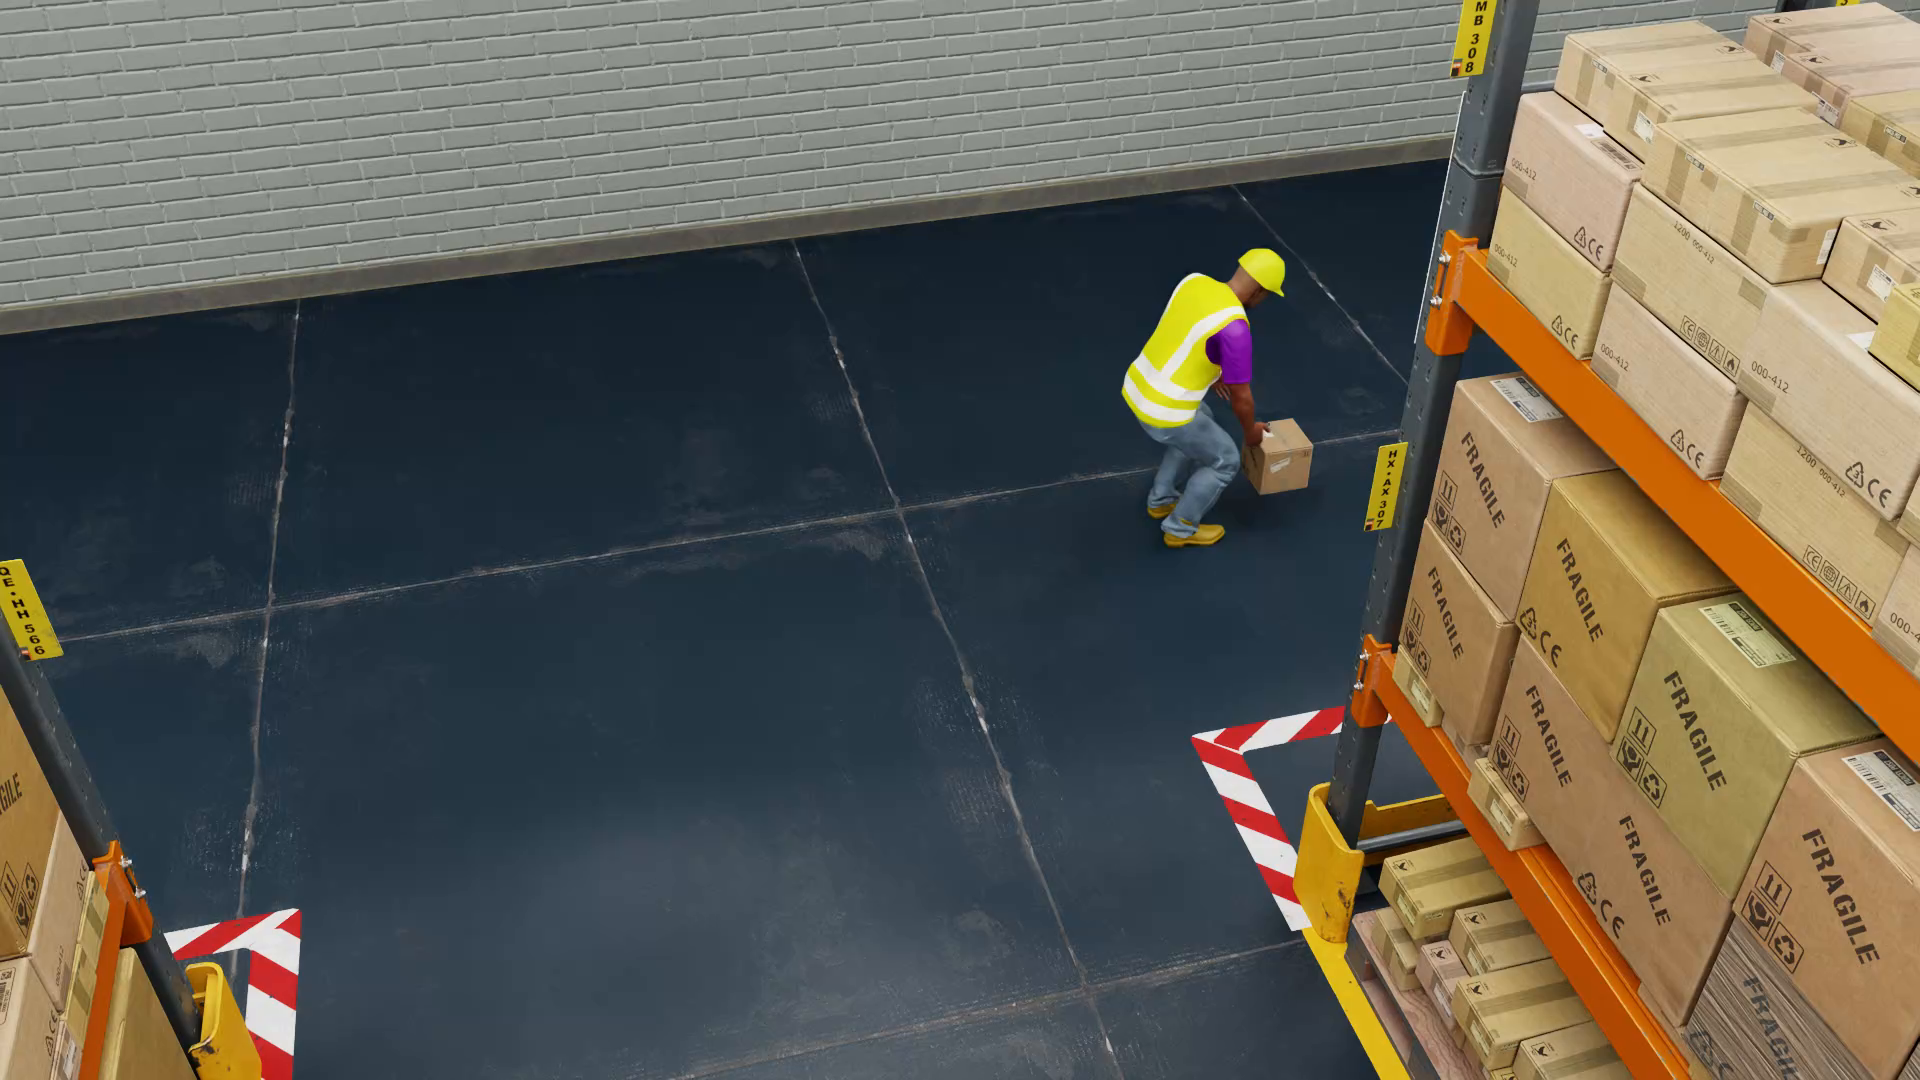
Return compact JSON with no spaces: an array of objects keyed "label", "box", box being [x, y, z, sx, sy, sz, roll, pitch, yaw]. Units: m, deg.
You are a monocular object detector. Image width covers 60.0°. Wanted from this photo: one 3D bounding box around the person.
[{"label":"person","box":[1.120,-0.682,7.817,0.727,1.462,0.630,-9,39,-12]}]
